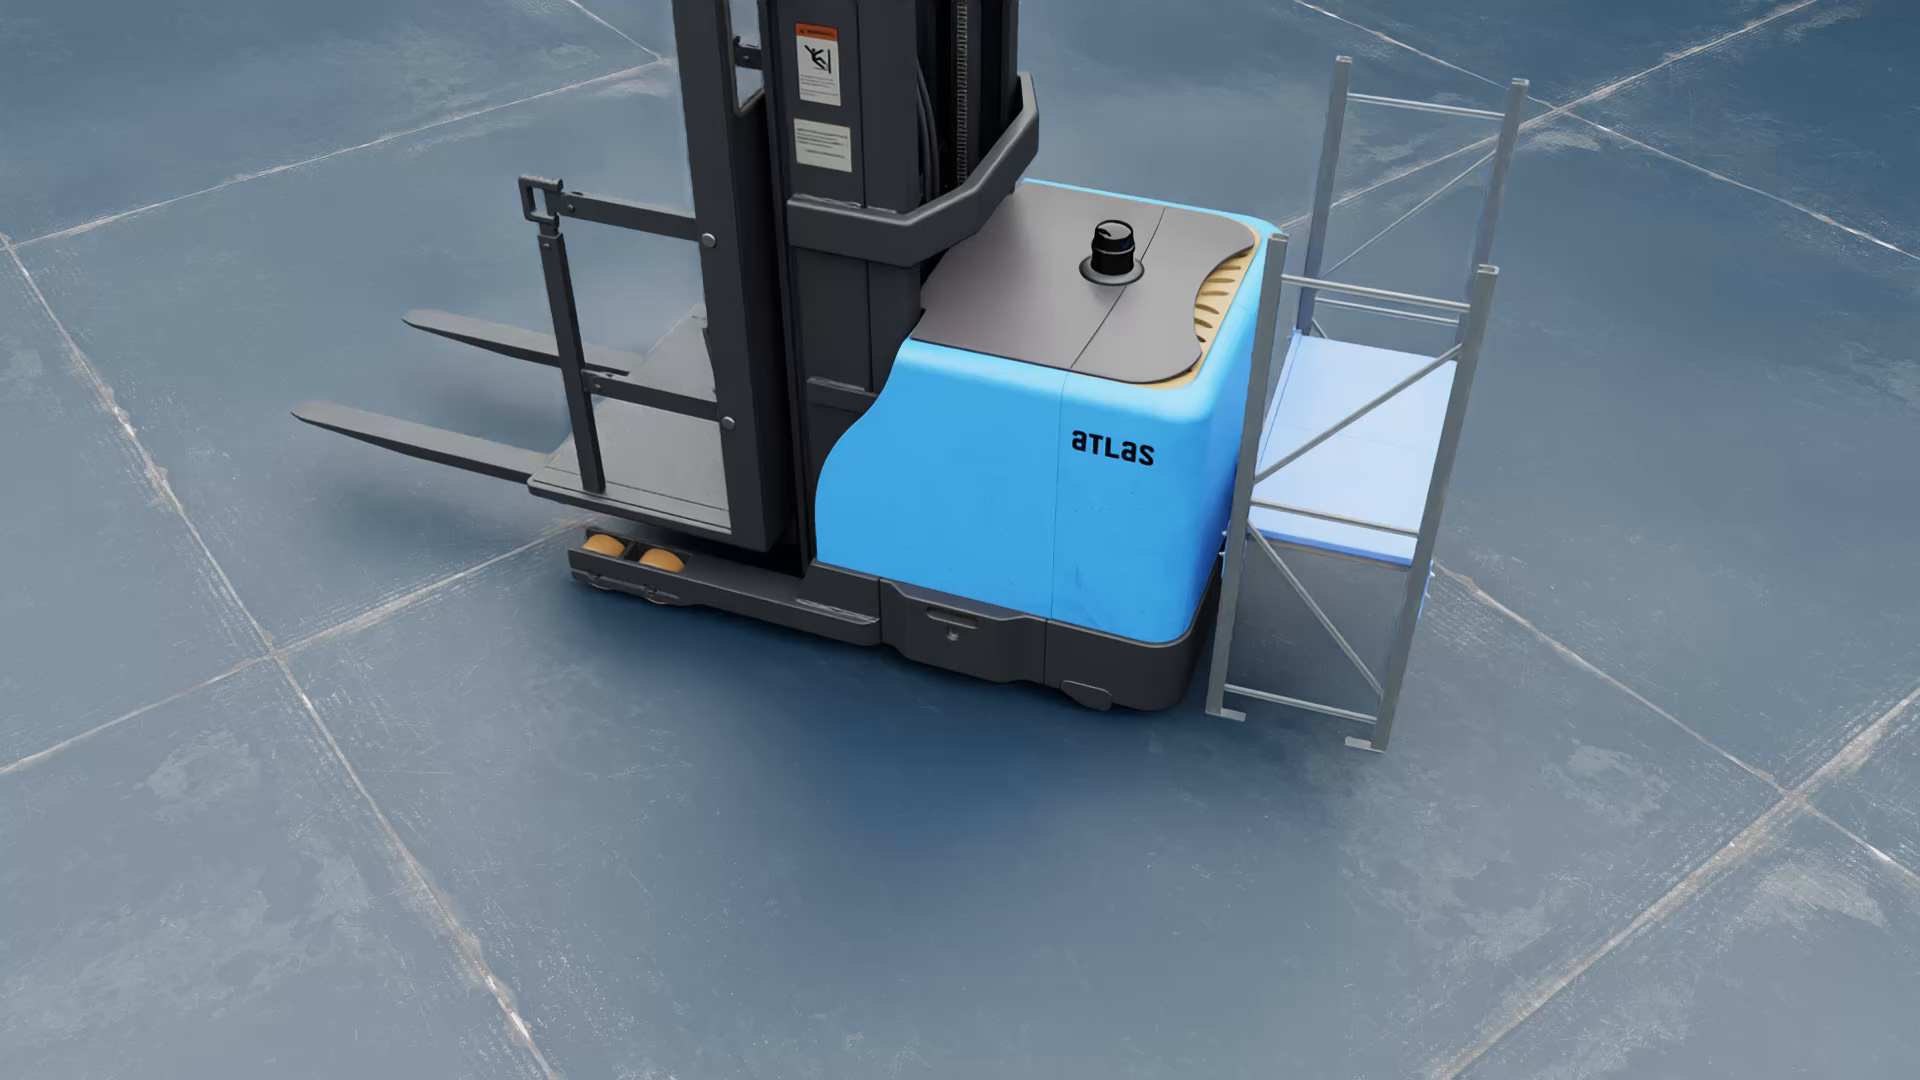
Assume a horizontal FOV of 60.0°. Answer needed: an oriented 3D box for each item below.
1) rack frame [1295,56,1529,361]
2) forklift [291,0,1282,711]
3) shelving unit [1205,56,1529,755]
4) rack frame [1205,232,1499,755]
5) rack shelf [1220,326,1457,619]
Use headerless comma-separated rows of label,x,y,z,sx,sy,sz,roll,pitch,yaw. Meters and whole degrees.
rack frame,1.248,-0.664,4.877,0.500,1.500,0.032,12,41,14
forklift,-0.646,-1.238,4.448,3.031,2.935,1.130,13,41,16
shelving unit,1.087,-0.358,4.504,0.538,1.500,1.048,12,41,14
rack frame,0.927,-0.052,4.131,0.500,1.500,0.032,12,41,14
rack shelf,1.087,-0.219,4.618,0.538,0.185,1.000,12,41,14
